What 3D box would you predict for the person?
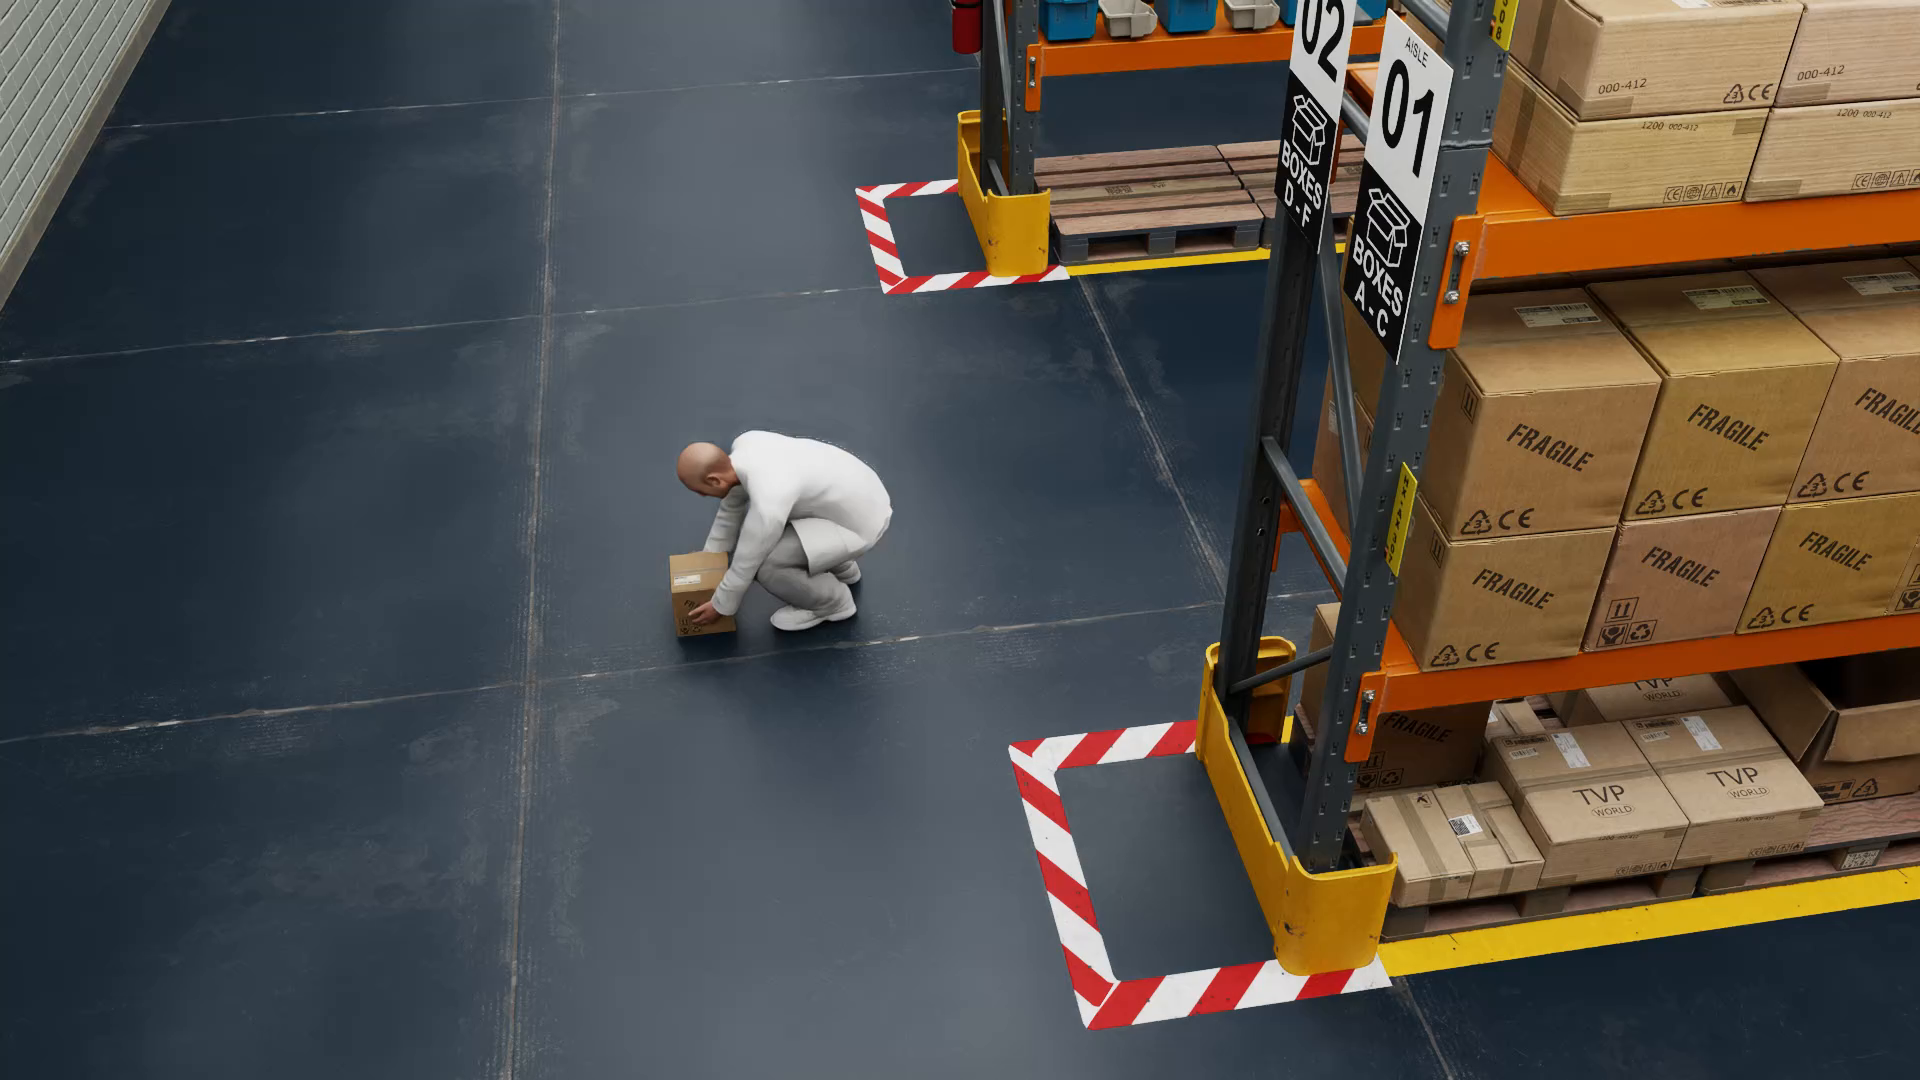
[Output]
[{"bbox_3d":[-0.732,-0.074,6.946,0.906,0.931,0.610,-6,39,-8],"label":"person"}]
